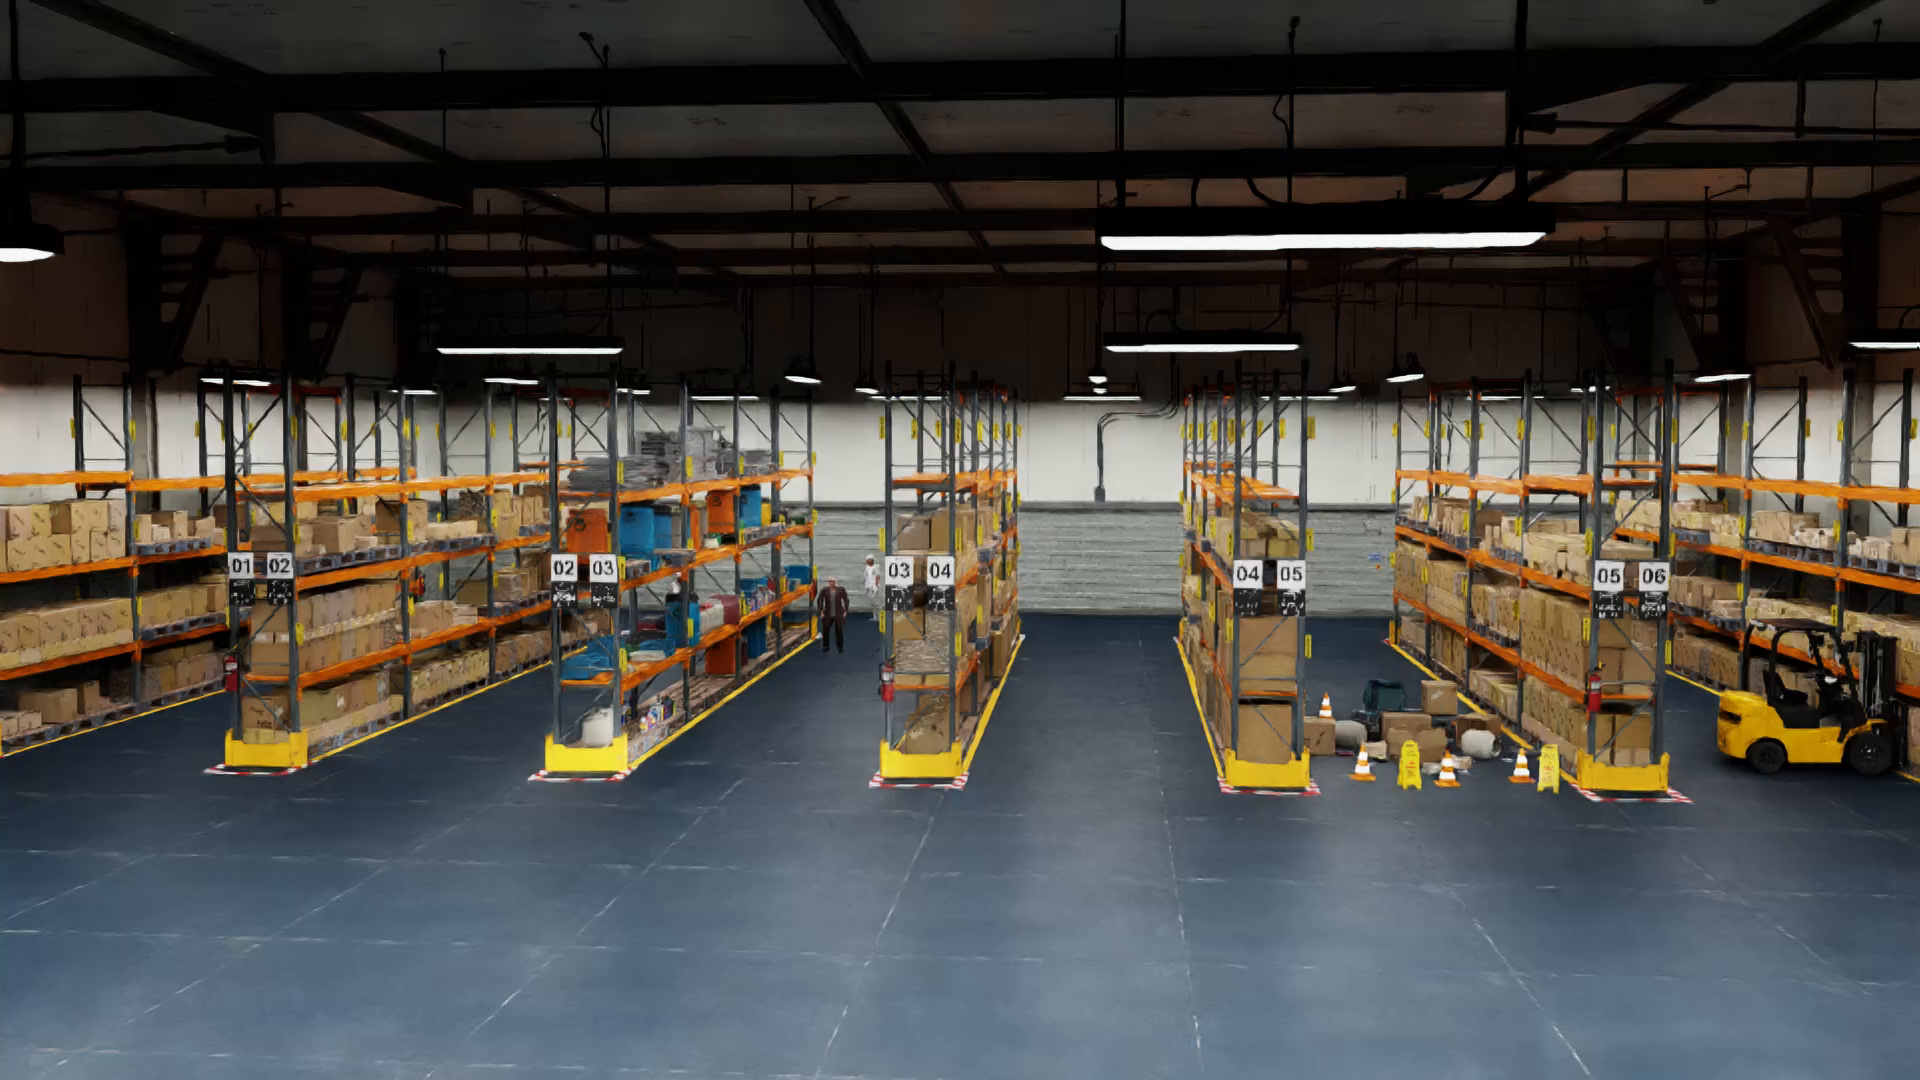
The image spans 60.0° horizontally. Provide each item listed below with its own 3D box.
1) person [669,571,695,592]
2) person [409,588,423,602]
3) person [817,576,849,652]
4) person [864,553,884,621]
[{"bbox_3d":[-6.601,1.554,39.460,0.677,1.725,0.574,0,4,3],"label":"person"},{"bbox_3d":[-13.936,1.308,42.445,0.530,1.785,0.710,3,5,41],"label":"person"},{"bbox_3d":[-2.868,1.670,37.591,0.729,1.733,0.546,0,4,3],"label":"person"},{"bbox_3d":[-2.236,1.240,43.557,0.457,1.775,0.703,-2,4,-31],"label":"person"}]
